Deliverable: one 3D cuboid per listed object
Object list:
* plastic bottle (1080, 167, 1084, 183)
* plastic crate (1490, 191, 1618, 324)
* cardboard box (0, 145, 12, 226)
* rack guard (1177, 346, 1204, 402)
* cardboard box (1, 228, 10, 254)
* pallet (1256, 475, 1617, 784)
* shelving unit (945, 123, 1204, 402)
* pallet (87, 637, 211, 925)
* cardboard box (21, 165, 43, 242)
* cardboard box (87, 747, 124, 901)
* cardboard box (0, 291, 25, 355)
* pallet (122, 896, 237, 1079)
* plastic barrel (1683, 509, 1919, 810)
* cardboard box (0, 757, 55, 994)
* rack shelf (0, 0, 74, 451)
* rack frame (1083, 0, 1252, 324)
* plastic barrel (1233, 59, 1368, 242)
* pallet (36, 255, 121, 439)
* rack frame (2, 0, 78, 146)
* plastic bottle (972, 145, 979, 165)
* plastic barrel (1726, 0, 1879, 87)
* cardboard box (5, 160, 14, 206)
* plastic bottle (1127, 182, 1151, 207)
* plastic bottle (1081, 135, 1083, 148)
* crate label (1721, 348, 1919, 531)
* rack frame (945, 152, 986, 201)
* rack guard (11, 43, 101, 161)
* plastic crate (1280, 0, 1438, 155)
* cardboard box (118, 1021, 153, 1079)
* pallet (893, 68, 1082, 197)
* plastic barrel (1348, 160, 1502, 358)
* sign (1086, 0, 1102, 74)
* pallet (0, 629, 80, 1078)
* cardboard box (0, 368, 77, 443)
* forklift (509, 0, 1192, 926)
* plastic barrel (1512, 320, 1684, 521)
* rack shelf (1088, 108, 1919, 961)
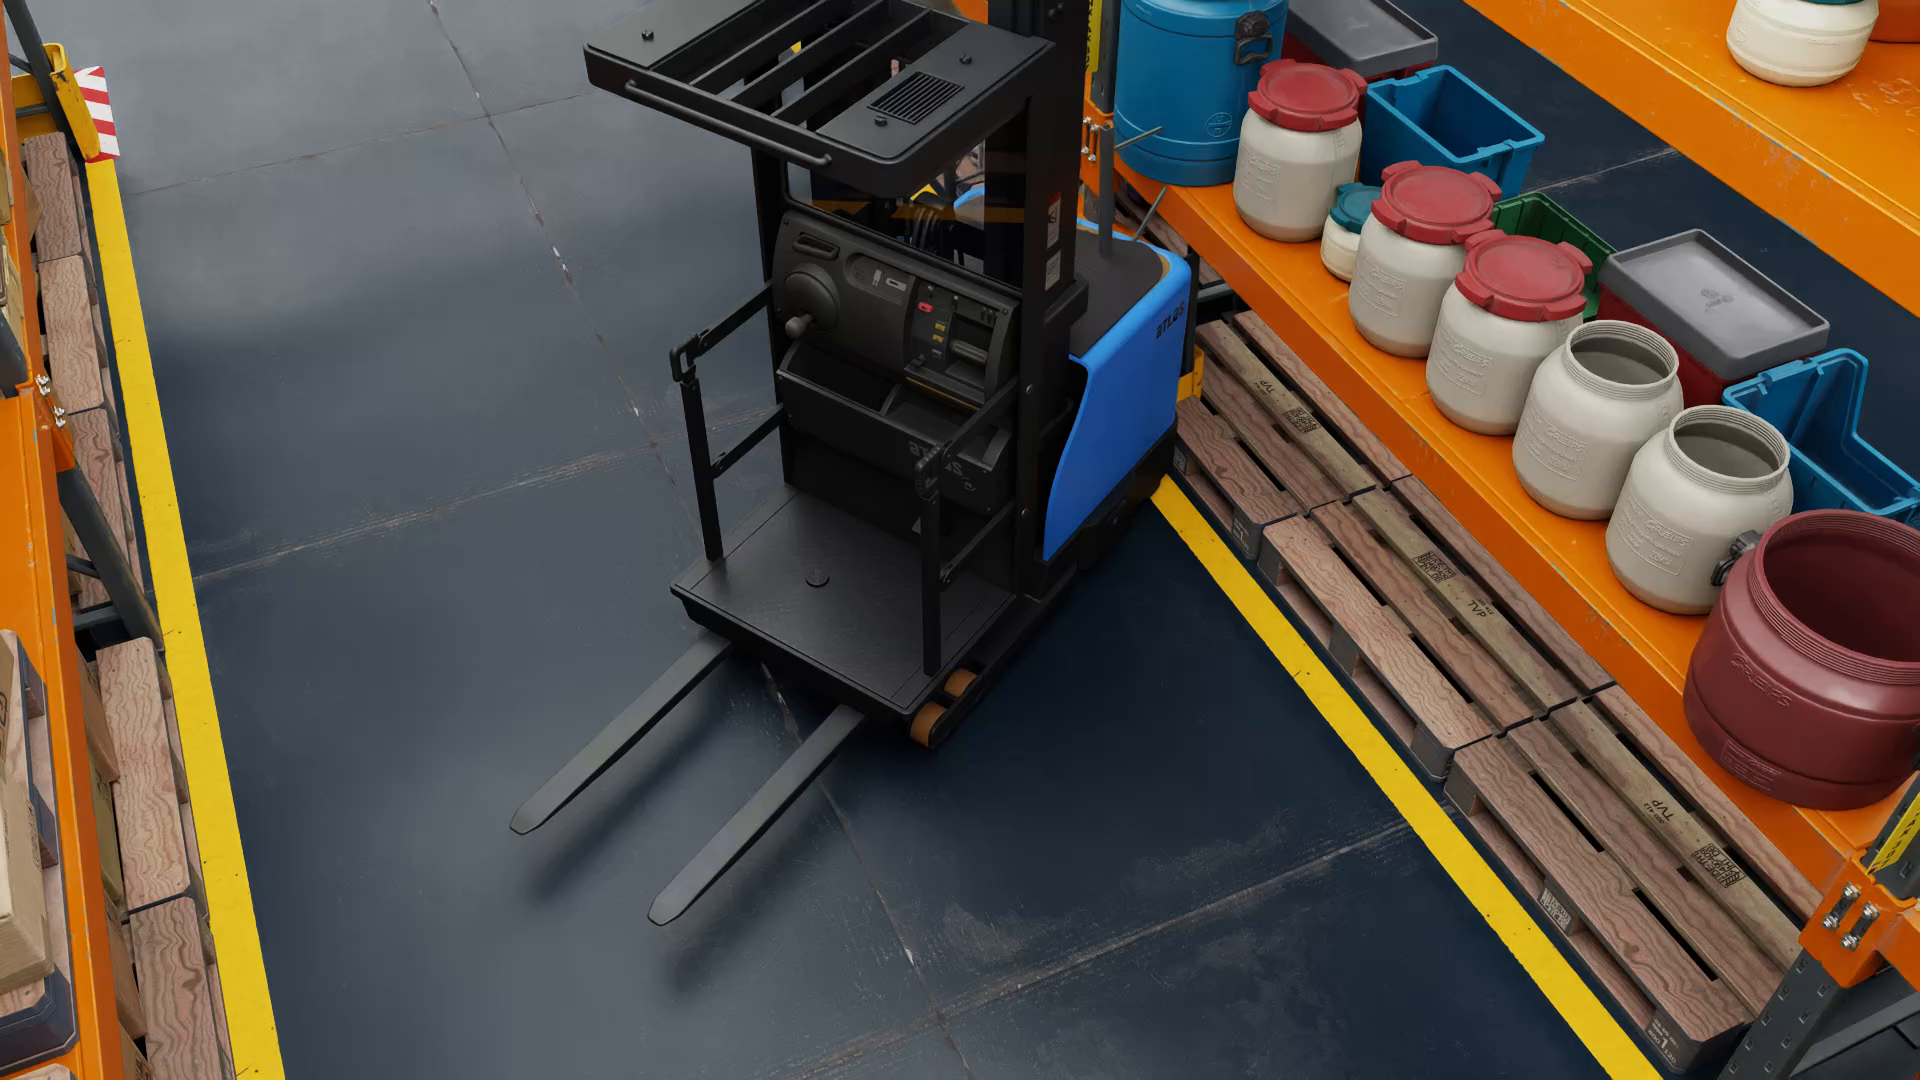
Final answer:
[{"bbox_3d":[0.507,-1.690,7.954,0.152,0.276,0.135,-18,47,-17],"label":"plastic bottle"},{"bbox_3d":[1.985,-0.894,5.671,0.450,0.188,0.662,-18,47,-17],"label":"plastic crate"},{"bbox_3d":[-3.809,-1.309,5.658,0.875,0.500,0.500,-18,47,-17],"label":"cardboard box"},{"bbox_3d":[0.775,-0.588,6.964,0.587,0.250,0.087,-28,49,-23],"label":"rack guard"},{"bbox_3d":[-3.539,-0.984,5.790,0.380,0.149,0.250,-18,47,-17],"label":"cardboard box"},{"bbox_3d":[1.879,0.264,6.332,1.003,0.211,1.213,-18,47,-17],"label":"pallet"},{"bbox_3d":[0.455,-1.308,6.825,0.587,1.500,1.083,-28,49,-23],"label":"shelving unit"},{"bbox_3d":[-3.169,0.955,5.632,1.003,0.211,1.213,-18,47,-17],"label":"pallet"},{"bbox_3d":[-4.650,-1.568,7.685,0.500,0.500,0.500,-7,45,-7],"label":"cardboard box"},{"bbox_3d":[-3.075,0.907,5.162,0.700,0.500,0.500,-18,47,-18],"label":"cardboard box"},{"bbox_3d":[-3.315,-0.670,5.472,0.380,0.149,0.250,-18,47,-17],"label":"cardboard box"},{"bbox_3d":[-2.652,1.734,4.843,1.003,0.211,1.213,-18,47,-17],"label":"pallet"},{"bbox_3d":[2.208,0.298,4.215,0.600,0.536,0.708,-18,47,-17],"label":"plastic barrel"},{"bbox_3d":[-2.312,0.784,3.628,0.500,0.250,0.500,-19,48,-19],"label":"cardboard box"},{"bbox_3d":[-4.338,-1.552,6.699,1.077,0.370,4.000,-18,47,-17],"label":"rack shelf"},{"bbox_3d":[0.996,-1.996,6.637,1.000,3.000,0.127,-18,47,-17],"label":"rack frame"},{"bbox_3d":[1.200,-1.370,5.906,0.433,0.535,0.433,0,45,0],"label":"plastic barrel"},{"bbox_3d":[-4.329,-0.737,7.346,1.003,0.211,1.213,-18,47,-17],"label":"pallet"},{"bbox_3d":[-5.179,-3.082,7.738,1.000,3.000,0.127,-18,47,-17],"label":"rack frame"},{"bbox_3d":[0.108,-1.982,8.302,0.097,0.201,0.097,0,45,0],"label":"plastic bottle"},{"bbox_3d":[1.932,-1.207,3.800,0.301,0.262,0.301,0,45,0],"label":"plastic barrel"},{"bbox_3d":[-3.720,-1.312,6.123,0.380,0.149,0.250,-18,47,-17],"label":"cardboard box"},{"bbox_3d":[0.903,-1.804,8.015,0.144,0.351,0.185,-18,47,-17],"label":"plastic bottle"},{"bbox_3d":[0.652,-2.151,8.421,0.152,0.276,0.135,-18,47,-17],"label":"plastic bottle"},{"bbox_3d":[2.506,-0.173,4.764,0.502,0.435,0.616,-18,47,-17],"label":"crate label"},{"bbox_3d":[0.154,-1.592,7.136,0.500,1.500,0.032,-28,49,-23],"label":"rack frame"},{"bbox_3d":[-5.147,-2.144,8.567,1.175,0.500,0.348,-18,47,-17],"label":"rack guard"},{"bbox_3d":[1.478,-1.801,6.394,0.402,0.464,0.583,-18,47,-17],"label":"plastic crate"},{"bbox_3d":[-2.605,1.619,4.440,0.700,0.500,0.500,-14,46,-14],"label":"cardboard box"},{"bbox_3d":[0.235,-2.222,8.852,1.003,0.211,1.213,-18,47,-17],"label":"pallet"},{"bbox_3d":[1.508,-0.902,5.432,0.433,0.535,0.433,0,45,0],"label":"plastic barrel"},{"bbox_3d":[0.493,-1.939,6.383,0.100,0.325,0.005,-18,47,-17],"label":"sign"},{"bbox_3d":[-2.685,0.835,3.905,1.003,0.211,1.213,-18,47,-17],"label":"pallet"},{"bbox_3d":[-3.877,-0.422,6.523,0.500,0.500,0.500,-5,45,-5],"label":"cardboard box"},{"bbox_3d":[-0.353,-0.683,5.355,1.130,2.935,3.031,26,50,24],"label":"forklift"},{"bbox_3d":[1.875,-0.348,4.887,0.421,0.512,0.421,0,45,0],"label":"plastic barrel"},{"bbox_3d":[1.837,-0.465,5.598,1.077,0.370,4.000,-18,47,-17],"label":"rack shelf"}]
